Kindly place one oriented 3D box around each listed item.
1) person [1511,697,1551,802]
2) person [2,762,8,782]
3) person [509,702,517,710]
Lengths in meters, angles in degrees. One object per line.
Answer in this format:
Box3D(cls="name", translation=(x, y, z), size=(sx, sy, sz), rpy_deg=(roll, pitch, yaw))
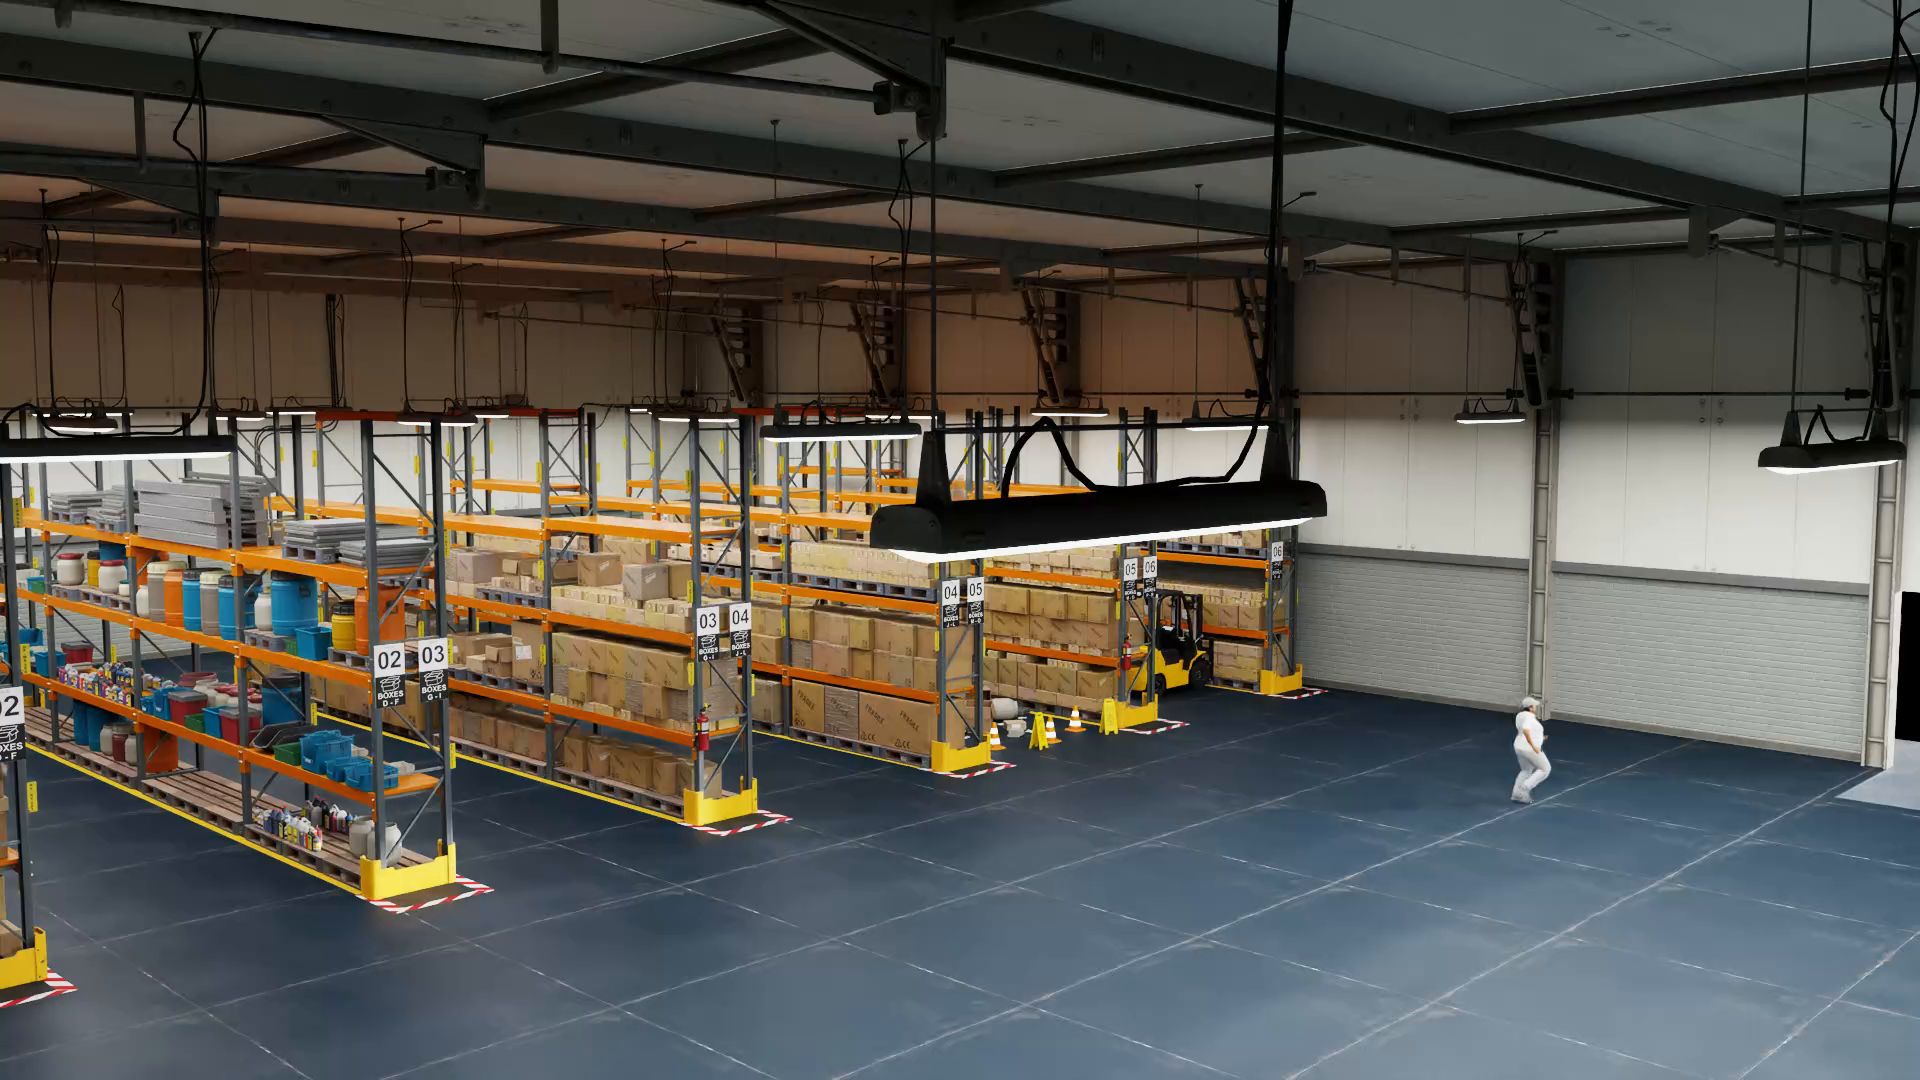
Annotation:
Box3D(cls="person", translation=(8.831, 3.238, 25.689), size=(0.583, 1.625, 0.592), rpy_deg=(-1, 5, -11))
Box3D(cls="person", translation=(-14.770, 3.253, 25.362), size=(0.547, 1.654, 0.605), rpy_deg=(3, 6, 34))
Box3D(cls="person", translation=(-8.775, 2.664, 32.465), size=(0.625, 1.604, 0.515), rpy_deg=(4, 7, 40))
